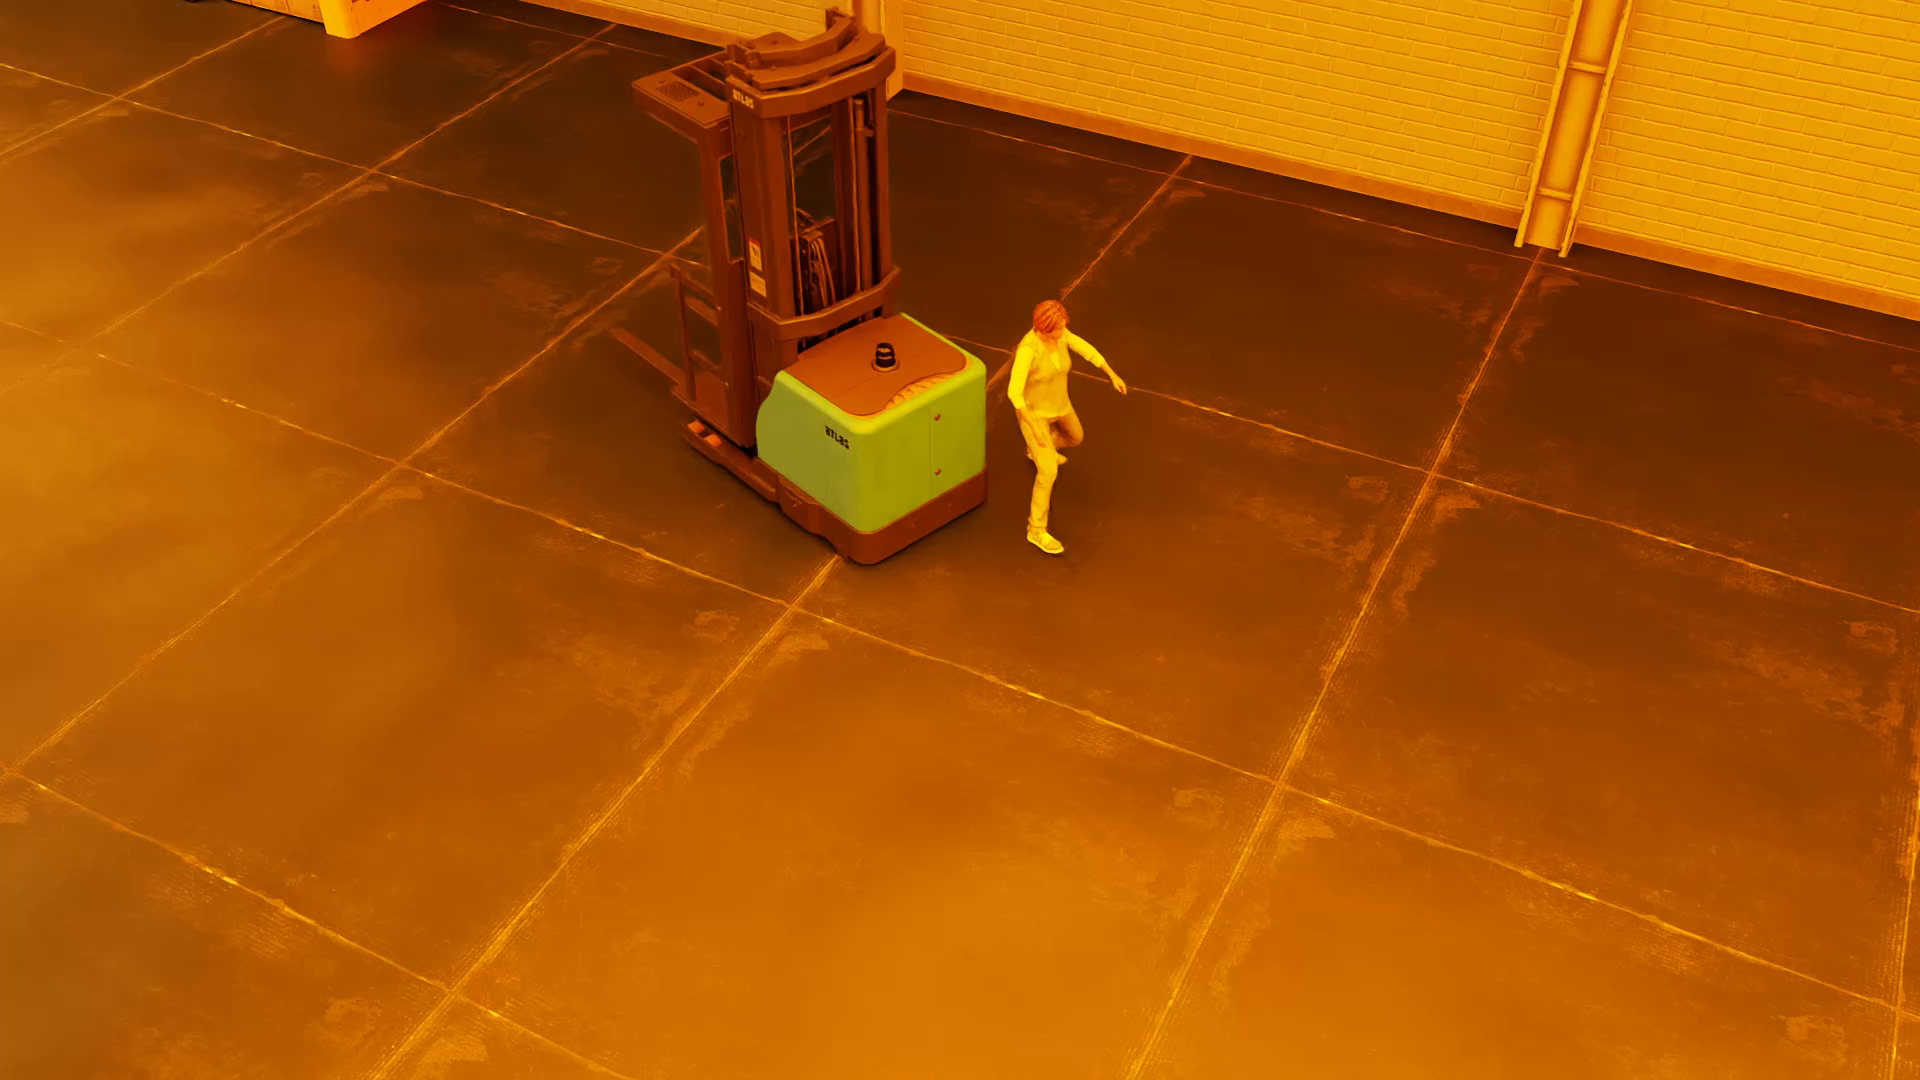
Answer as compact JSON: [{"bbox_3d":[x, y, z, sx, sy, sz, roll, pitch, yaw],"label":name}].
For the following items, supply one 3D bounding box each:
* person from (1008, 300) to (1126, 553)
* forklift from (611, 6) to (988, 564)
[{"bbox_3d":[0.590,-0.783,10.103,0.845,1.469,0.835,-32,49,-32],"label":"person"},{"bbox_3d":[-1.188,-1.840,10.171,1.130,2.935,3.031,-30,49,-31],"label":"forklift"}]
